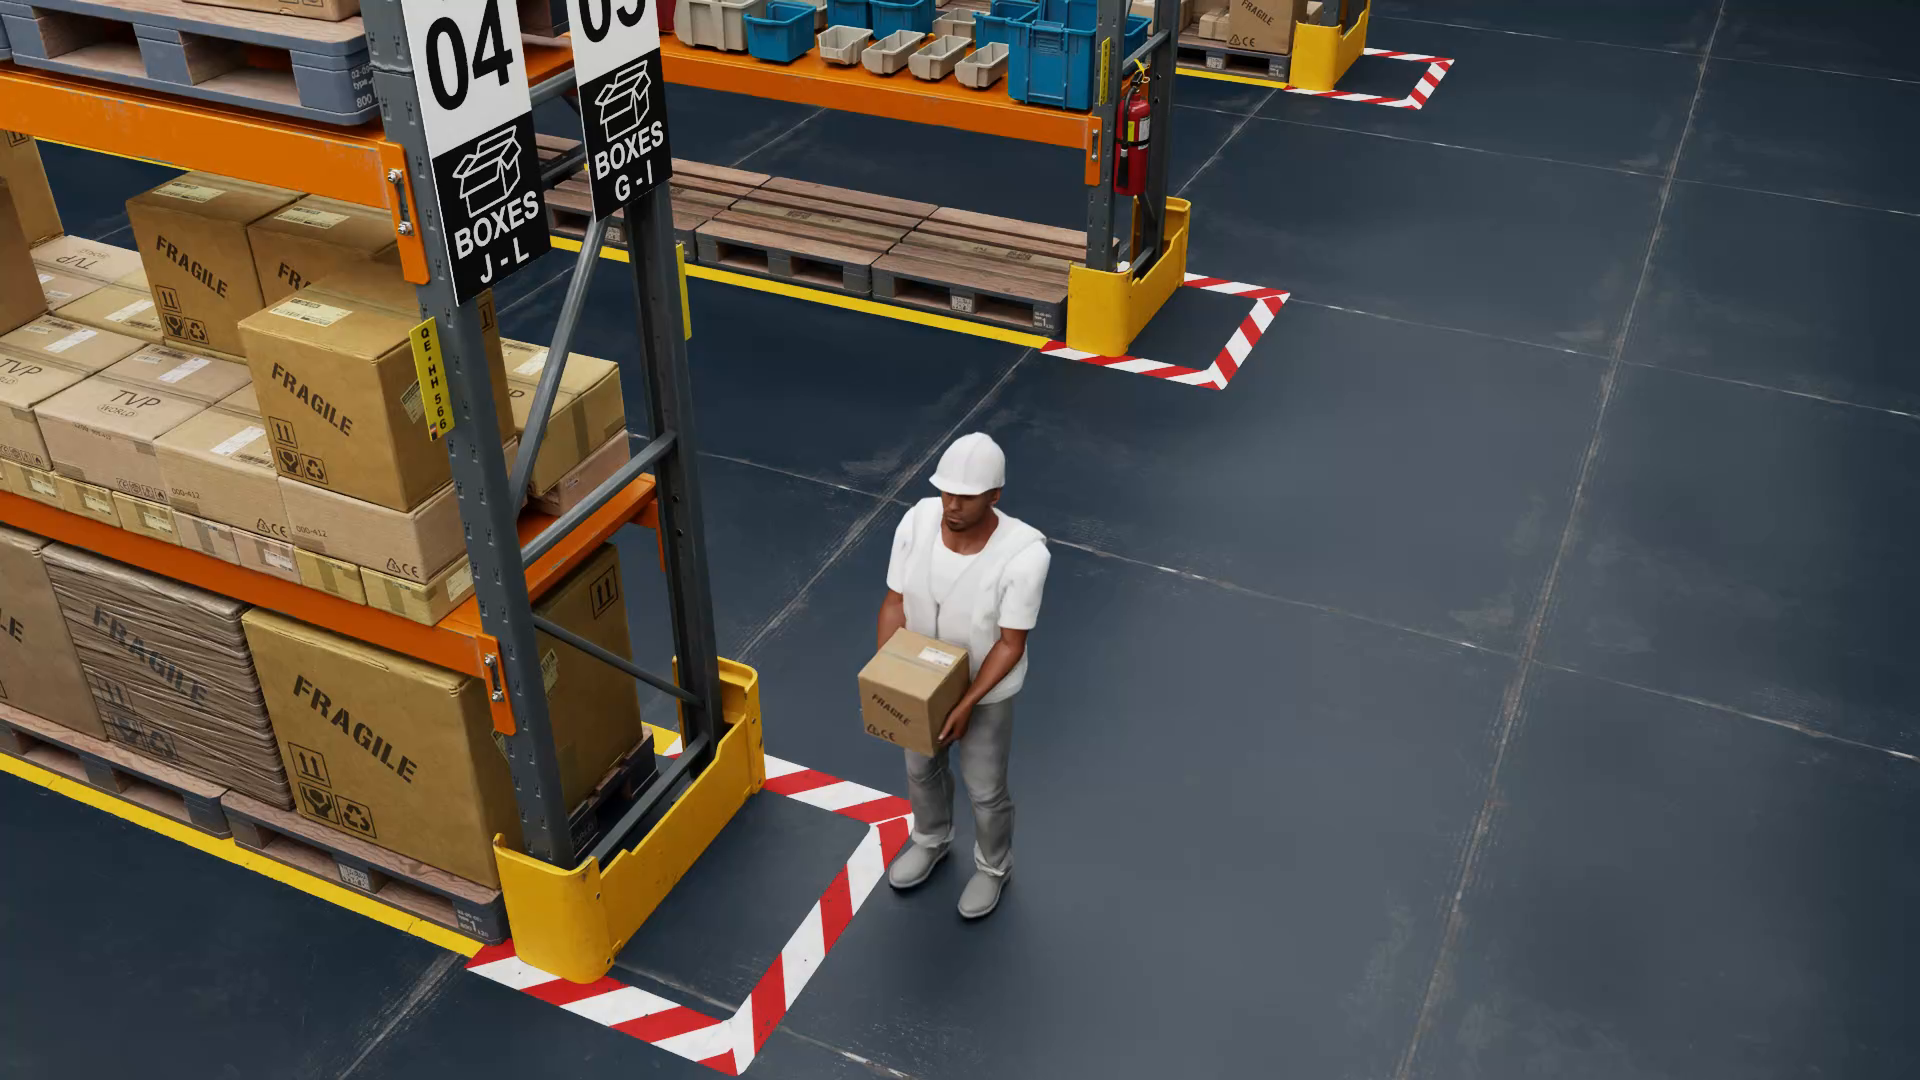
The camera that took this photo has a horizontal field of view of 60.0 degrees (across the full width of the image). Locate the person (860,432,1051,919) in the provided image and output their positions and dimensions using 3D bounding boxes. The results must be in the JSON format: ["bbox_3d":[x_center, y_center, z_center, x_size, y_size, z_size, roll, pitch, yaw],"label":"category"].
[{"bbox_3d":[-0.039,0.494,5.372,0.528,1.769,0.567,18,37,25],"label":"person"}]
